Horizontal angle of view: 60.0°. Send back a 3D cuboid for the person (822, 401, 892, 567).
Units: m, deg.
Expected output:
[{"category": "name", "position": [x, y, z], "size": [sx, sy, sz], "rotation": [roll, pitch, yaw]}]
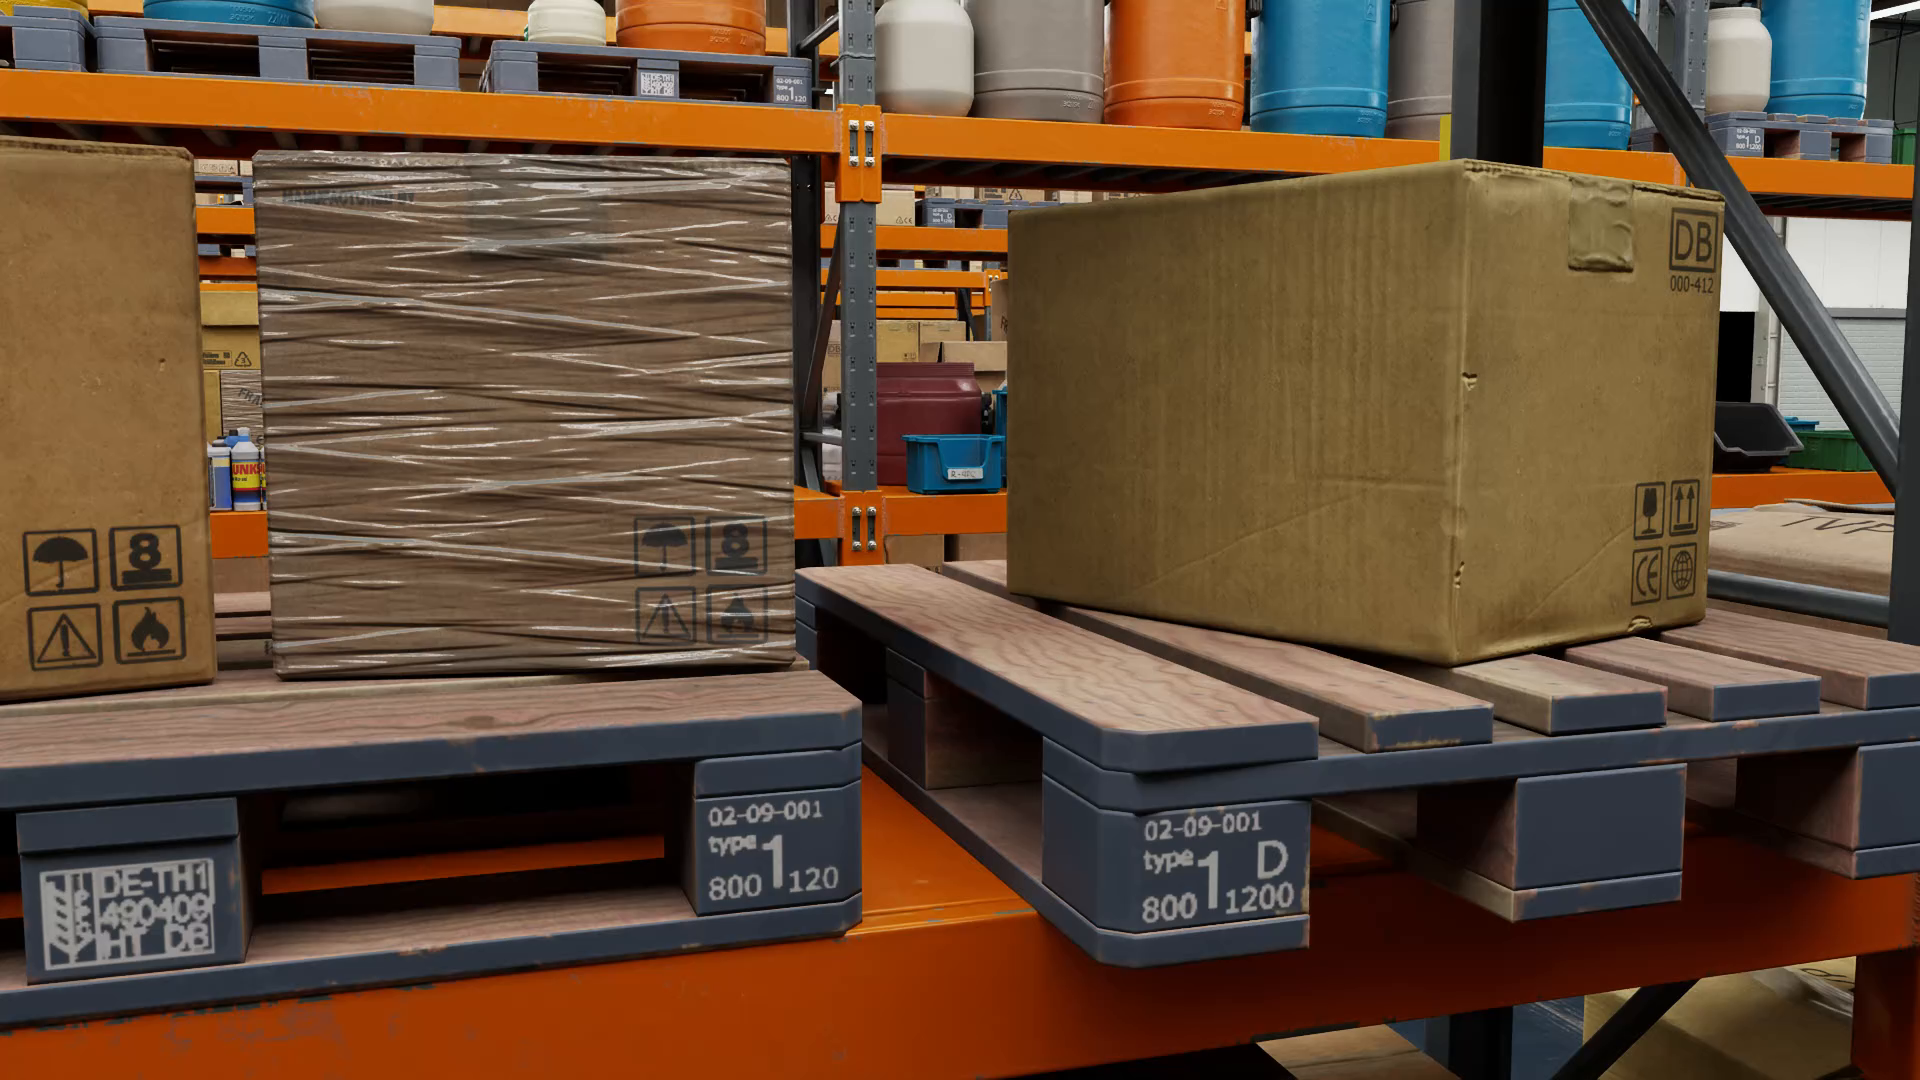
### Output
[{"category": "person", "position": [-0.639, -0.011, 9.490], "size": [0.562, 1.646, 0.628], "rotation": [2, 6, 20]}]
